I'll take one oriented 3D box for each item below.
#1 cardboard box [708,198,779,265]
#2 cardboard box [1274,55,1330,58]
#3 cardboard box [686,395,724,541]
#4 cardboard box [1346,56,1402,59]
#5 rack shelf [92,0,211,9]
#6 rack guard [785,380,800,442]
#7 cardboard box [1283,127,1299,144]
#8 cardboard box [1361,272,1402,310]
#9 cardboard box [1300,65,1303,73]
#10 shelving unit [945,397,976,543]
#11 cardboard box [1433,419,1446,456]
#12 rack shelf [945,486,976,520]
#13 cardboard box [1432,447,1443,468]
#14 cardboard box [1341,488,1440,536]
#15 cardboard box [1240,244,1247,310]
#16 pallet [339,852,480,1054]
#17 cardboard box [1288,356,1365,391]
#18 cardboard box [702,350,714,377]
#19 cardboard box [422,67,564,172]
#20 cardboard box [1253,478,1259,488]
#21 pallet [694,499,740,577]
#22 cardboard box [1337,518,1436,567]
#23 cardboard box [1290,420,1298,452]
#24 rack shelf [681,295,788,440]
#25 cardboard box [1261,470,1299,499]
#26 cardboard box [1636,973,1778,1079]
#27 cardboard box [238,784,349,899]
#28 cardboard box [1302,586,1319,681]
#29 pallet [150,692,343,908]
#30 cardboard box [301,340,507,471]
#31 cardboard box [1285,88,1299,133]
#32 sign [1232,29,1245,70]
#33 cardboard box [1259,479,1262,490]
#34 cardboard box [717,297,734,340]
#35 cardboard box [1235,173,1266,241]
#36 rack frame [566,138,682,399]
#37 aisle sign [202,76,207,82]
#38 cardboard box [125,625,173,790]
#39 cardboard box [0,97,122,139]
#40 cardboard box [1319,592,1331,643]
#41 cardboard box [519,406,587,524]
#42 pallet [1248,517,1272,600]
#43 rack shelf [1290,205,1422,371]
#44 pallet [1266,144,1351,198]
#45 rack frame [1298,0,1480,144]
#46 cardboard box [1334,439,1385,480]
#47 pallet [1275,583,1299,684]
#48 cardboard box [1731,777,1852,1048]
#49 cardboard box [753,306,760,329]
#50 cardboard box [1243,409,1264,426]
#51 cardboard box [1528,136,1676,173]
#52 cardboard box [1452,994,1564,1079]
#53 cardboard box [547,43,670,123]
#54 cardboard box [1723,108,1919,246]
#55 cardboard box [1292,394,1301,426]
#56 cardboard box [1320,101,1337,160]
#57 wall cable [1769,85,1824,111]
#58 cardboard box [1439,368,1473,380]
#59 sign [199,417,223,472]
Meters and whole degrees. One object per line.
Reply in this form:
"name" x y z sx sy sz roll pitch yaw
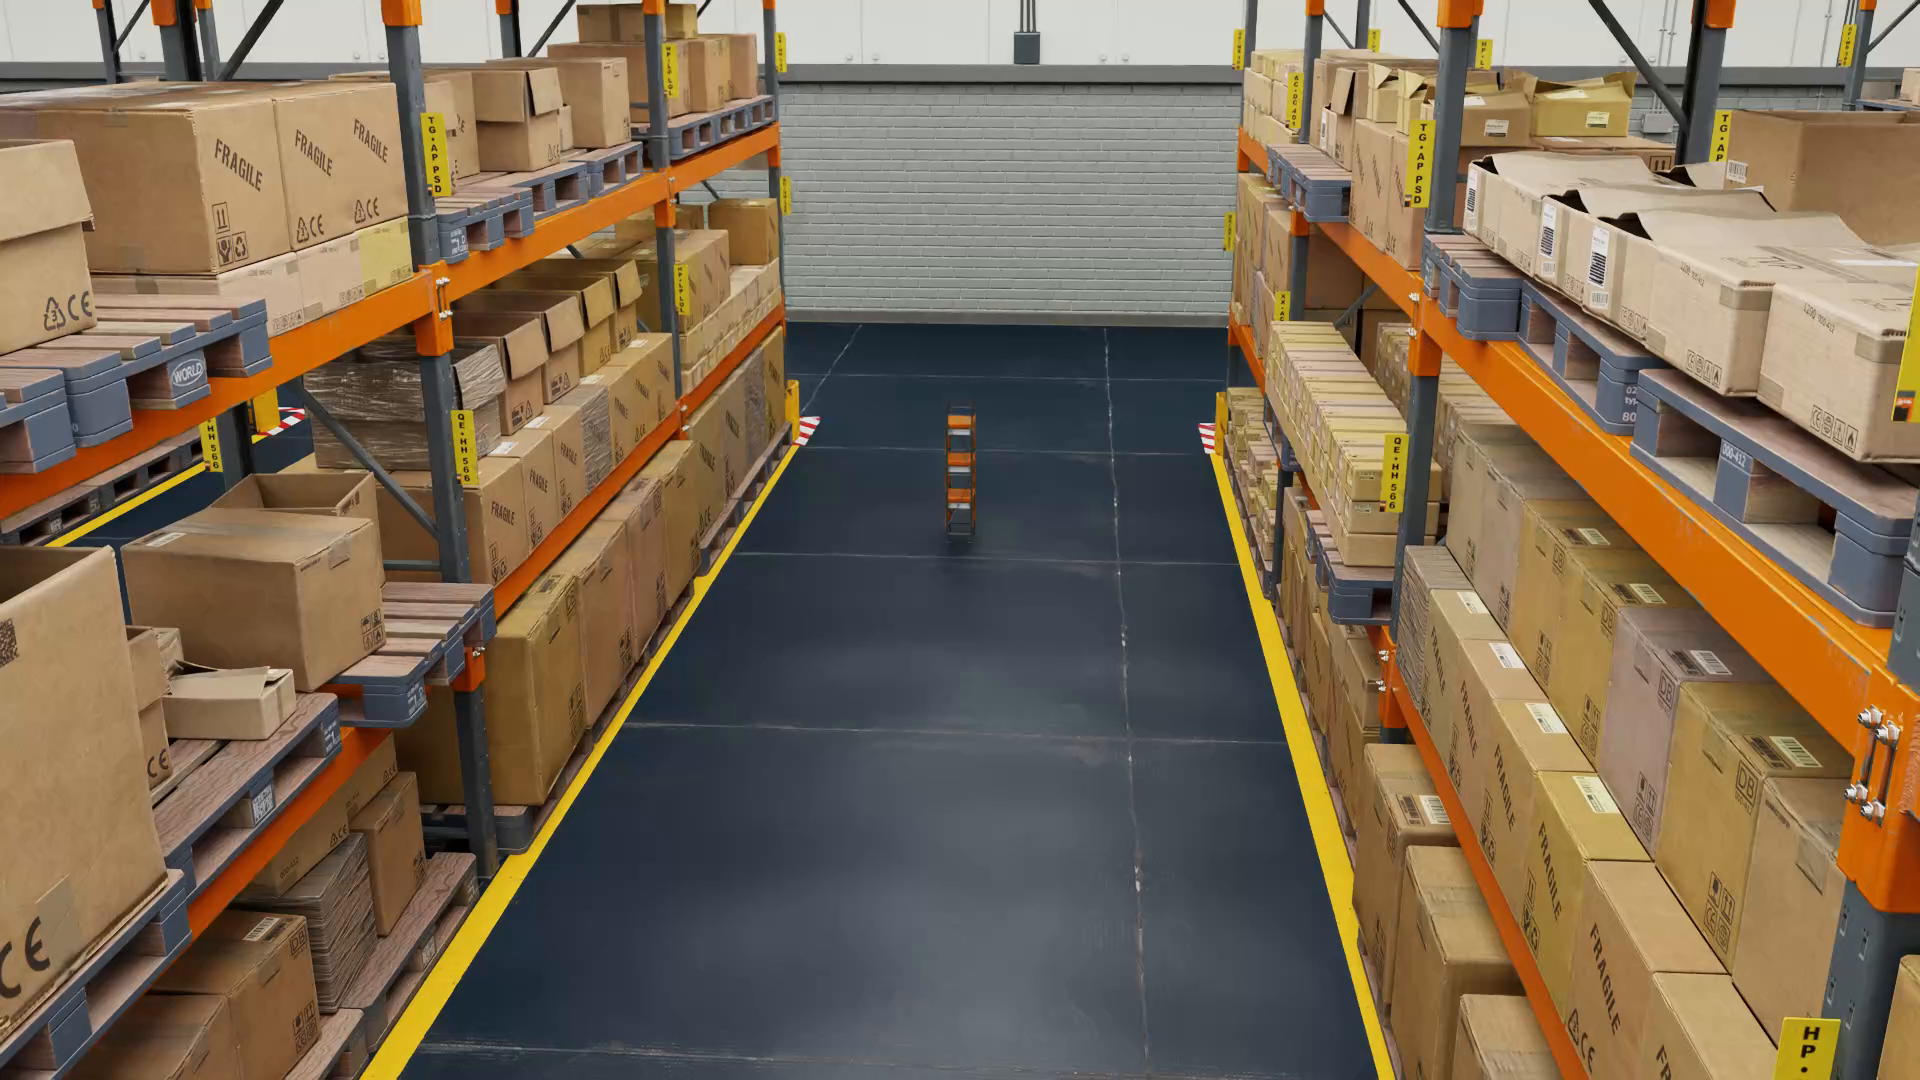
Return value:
"cardboard box" -1.848 -2.642 14.226 0.500 0.500 0.500 2 18 5
"cardboard box" 2.474 -3.434 12.067 0.380 0.149 0.250 2 18 6
"cardboard box" -2.234 -0.523 11.940 0.875 0.875 0.875 1 18 4
"cardboard box" 3.002 -3.424 12.036 0.380 0.149 0.250 1 18 2
"rack shelf" -7.158 -4.181 12.528 1.077 0.370 4.000 1 18 4
"rack guard" -2.073 -1.192 15.258 1.175 0.500 0.348 1 18 4
"cardboard box" 2.344 -2.500 10.660 0.500 0.250 0.500 2 18 5
"cardboard box" 2.854 -1.787 10.814 0.500 0.500 0.500 2 18 5
"cardboard box" 2.328 -2.872 10.352 0.380 0.149 0.250 0 18 1
"shelving unit" 0.004 -0.516 12.310 0.215 1.050 0.252 1 18 4
"cardboard box" 2.618 -0.513 8.422 0.380 0.149 0.250 1 18 3
"rack shelf" 0.004 -0.241 12.400 0.215 0.259 0.240 1 18 4
"cardboard box" 2.618 -0.372 8.470 0.380 0.149 0.250 2 18 5
"cardboard box" 1.873 -0.131 7.256 0.380 0.149 0.250 2 18 5
"cardboard box" 2.544 -2.119 13.434 0.500 0.500 0.500 1 18 4
"pallet" -2.706 1.680 6.957 1.003 0.211 1.213 1 18 4
"cardboard box" 2.018 -0.915 9.173 0.380 0.149 0.250 1 18 3
"cardboard box" -1.971 -1.258 11.850 0.380 0.149 0.250 2 18 6
"cardboard box" -2.523 -2.197 8.652 0.797 0.503 0.637 1 18 3
"cardboard box" 2.427 -0.363 12.618 0.380 0.149 0.250 2 18 5
"pallet" -2.229 -0.039 12.204 1.003 0.211 1.213 1 18 4
"cardboard box" 1.869 0.011 7.302 0.380 0.149 0.250 2 18 5
"cardboard box" 2.003 -0.550 9.014 0.380 0.149 0.250 1 18 3
"rack shelf" -2.218 -1.409 13.062 1.077 0.370 4.000 1 18 4
"cardboard box" 2.334 -0.389 11.743 0.380 0.149 0.250 1 18 3
"cardboard box" 1.776 1.281 3.535 0.500 0.500 0.500 1 18 4
"cardboard box" -2.694 1.109 6.326 0.500 0.250 0.500 3 18 10
"cardboard box" 2.201 0.551 9.263 0.500 0.500 0.500 2 18 5
"pallet" -2.749 0.819 5.414 1.003 0.211 1.213 1 18 4
"cardboard box" -2.580 -0.639 7.783 0.797 0.503 0.637 2 18 6
"cardboard box" 2.358 -2.729 10.554 0.500 0.250 0.500 0 18 1
"sign" 2.324 -4.083 13.846 0.100 0.325 0.005 1 18 4
"cardboard box" 2.407 -0.402 12.259 0.380 0.149 0.250 2 18 5
"cardboard box" -1.994 -1.655 12.421 0.500 0.250 0.500 2 18 5
"cardboard box" 2.568 -2.761 13.787 0.500 0.500 0.500 1 18 4
"rack frame" -2.361 -1.130 11.054 1.000 3.000 0.127 1 18 4
"aisle sign" -6.718 -3.734 14.827 0.394 0.787 0.004 1 18 4
"cardboard box" -2.903 0.566 5.039 0.797 0.503 0.637 3 18 10
"cardboard box" -3.008 -1.144 5.317 0.500 0.500 0.500 1 18 2
"cardboard box" 2.157 0.354 8.662 0.500 0.250 0.500 2 18 5
"cardboard box" -2.274 -0.399 8.664 0.500 0.500 0.500 1 18 3
"pallet" 2.591 0.128 11.694 1.003 0.211 1.213 1 18 4
"rack shelf" 2.435 -1.450 8.370 1.077 0.370 4.000 1 18 4
"pallet" 2.428 -2.135 9.605 1.213 0.211 1.003 1 18 4
"rack frame" 2.578 -3.839 9.686 1.000 3.000 0.127 1 18 4
"cardboard box" 1.890 -0.349 7.444 0.380 0.149 0.250 1 18 3
"pallet" 2.524 0.579 10.317 1.003 0.211 1.213 1 18 4
"cardboard box" 2.035 0.820 3.338 0.700 0.500 0.500 1 18 3
"cardboard box" -1.844 -1.818 13.557 0.380 0.149 0.250 1 18 3
"cardboard box" 2.508 -0.960 13.484 0.380 0.149 0.250 0 18 1
"cardboard box" 2.598 -1.390 6.870 0.500 0.500 0.500 1 18 4
"cardboard box" 2.033 1.872 4.831 1.050 0.750 0.750 1 18 4
"cardboard box" -2.365 -3.094 11.237 0.700 0.500 0.500 0 18 1
"cardboard box" 2.446 -0.919 4.599 0.500 0.500 0.500 1 18 4
"cardboard box" 2.002 -0.690 8.962 0.380 0.149 0.250 1 18 3
"cardboard box" 2.306 -2.302 9.282 0.500 0.311 0.500 1 18 3
"wall cable" 9.606 -4.358 19.273 0.588 1.984 0.122 1 18 4
"cardboard box" 2.650 -0.817 8.873 0.380 0.149 0.250 0 18 1
"sign" -3.202 -0.449 7.117 0.100 0.325 0.005 1 18 4
